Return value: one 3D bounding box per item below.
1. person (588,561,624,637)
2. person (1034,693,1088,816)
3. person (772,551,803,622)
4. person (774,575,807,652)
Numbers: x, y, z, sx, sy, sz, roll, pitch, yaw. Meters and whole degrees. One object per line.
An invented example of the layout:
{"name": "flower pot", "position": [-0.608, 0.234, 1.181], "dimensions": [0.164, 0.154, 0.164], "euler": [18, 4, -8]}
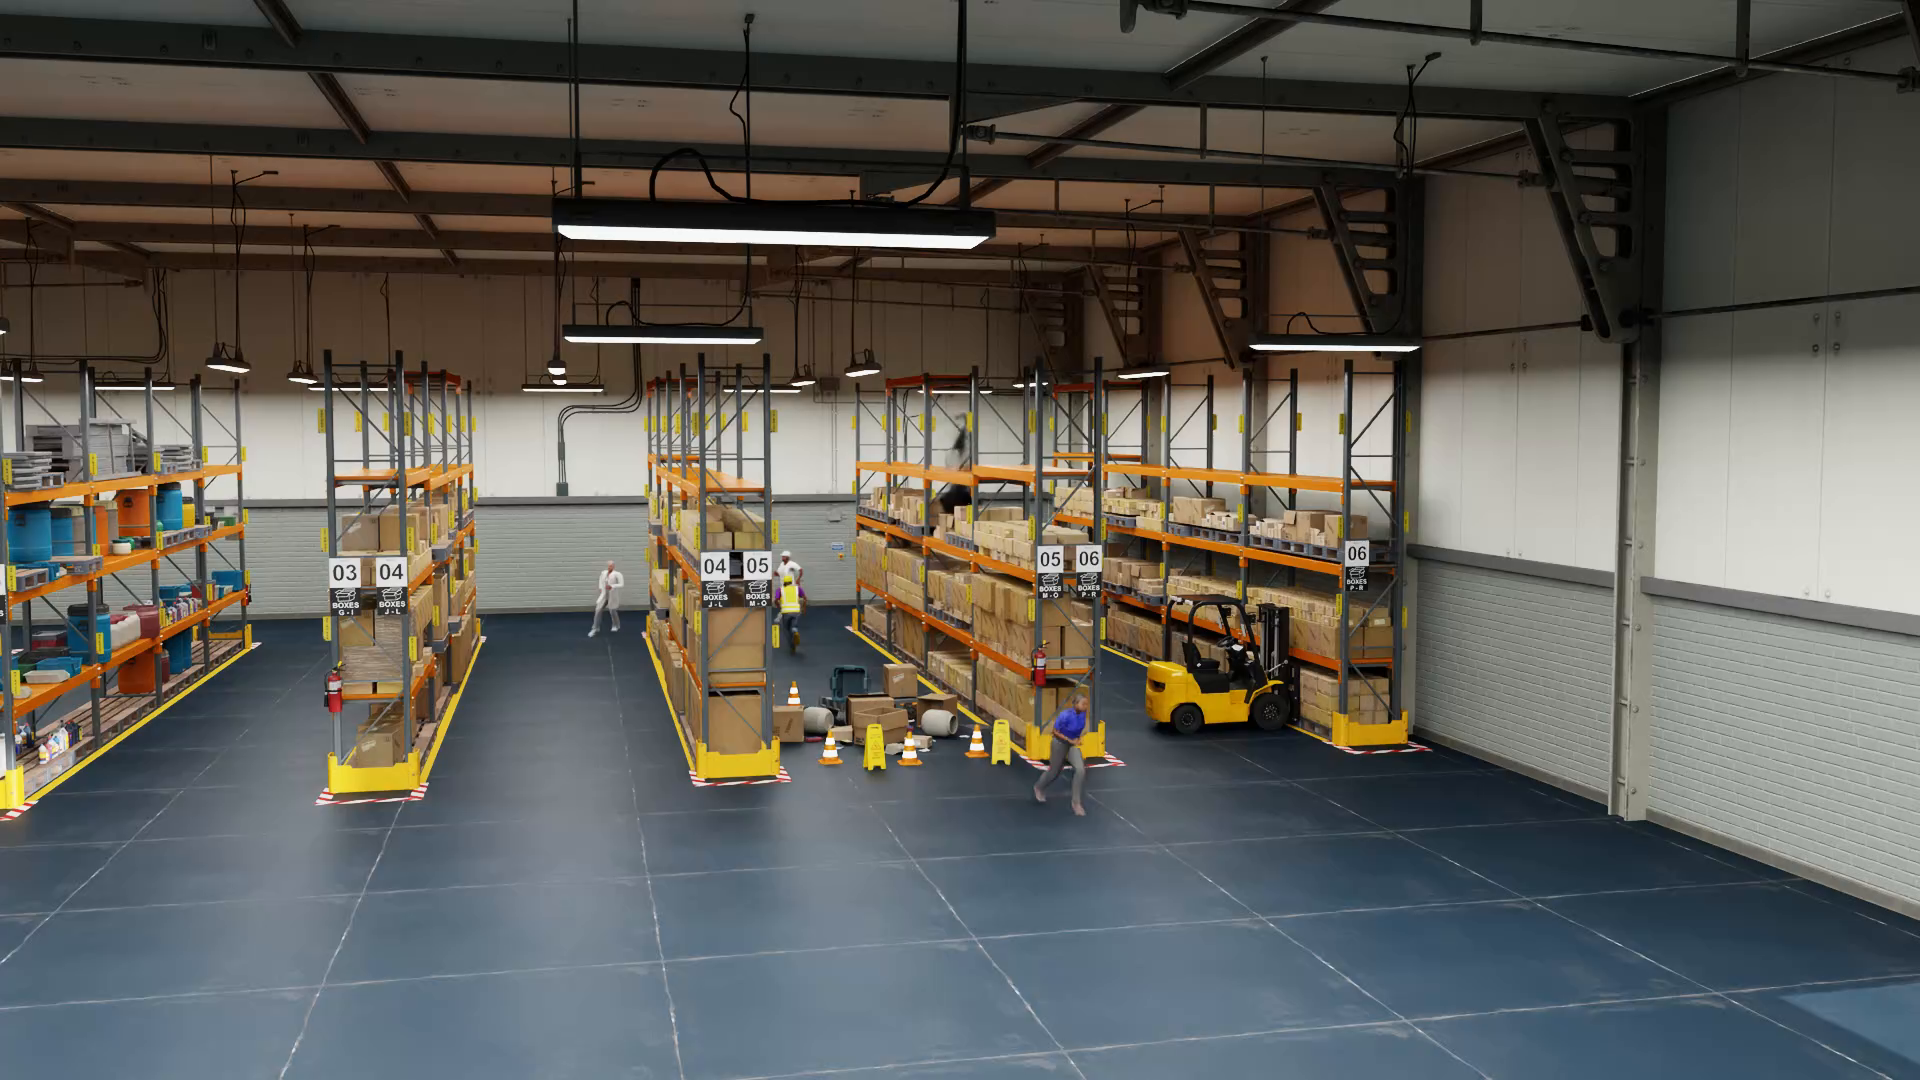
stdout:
{"name": "person", "position": [-8.277, 1.372, 39.432], "dimensions": [0.755, 1.780, 0.988], "euler": [1, 4, 16]}
{"name": "person", "position": [1.321, 2.740, 21.606], "dimensions": [0.616, 1.617, 0.963], "euler": [-3, 5, -41]}
{"name": "person", "position": [-4.361, 1.160, 42.137], "dimensions": [0.950, 1.781, 0.688], "euler": [-3, 5, -36]}
{"name": "person", "position": [-3.722, 1.637, 36.554], "dimensions": [0.696, 1.693, 0.837], "euler": [-2, 4, -23]}
